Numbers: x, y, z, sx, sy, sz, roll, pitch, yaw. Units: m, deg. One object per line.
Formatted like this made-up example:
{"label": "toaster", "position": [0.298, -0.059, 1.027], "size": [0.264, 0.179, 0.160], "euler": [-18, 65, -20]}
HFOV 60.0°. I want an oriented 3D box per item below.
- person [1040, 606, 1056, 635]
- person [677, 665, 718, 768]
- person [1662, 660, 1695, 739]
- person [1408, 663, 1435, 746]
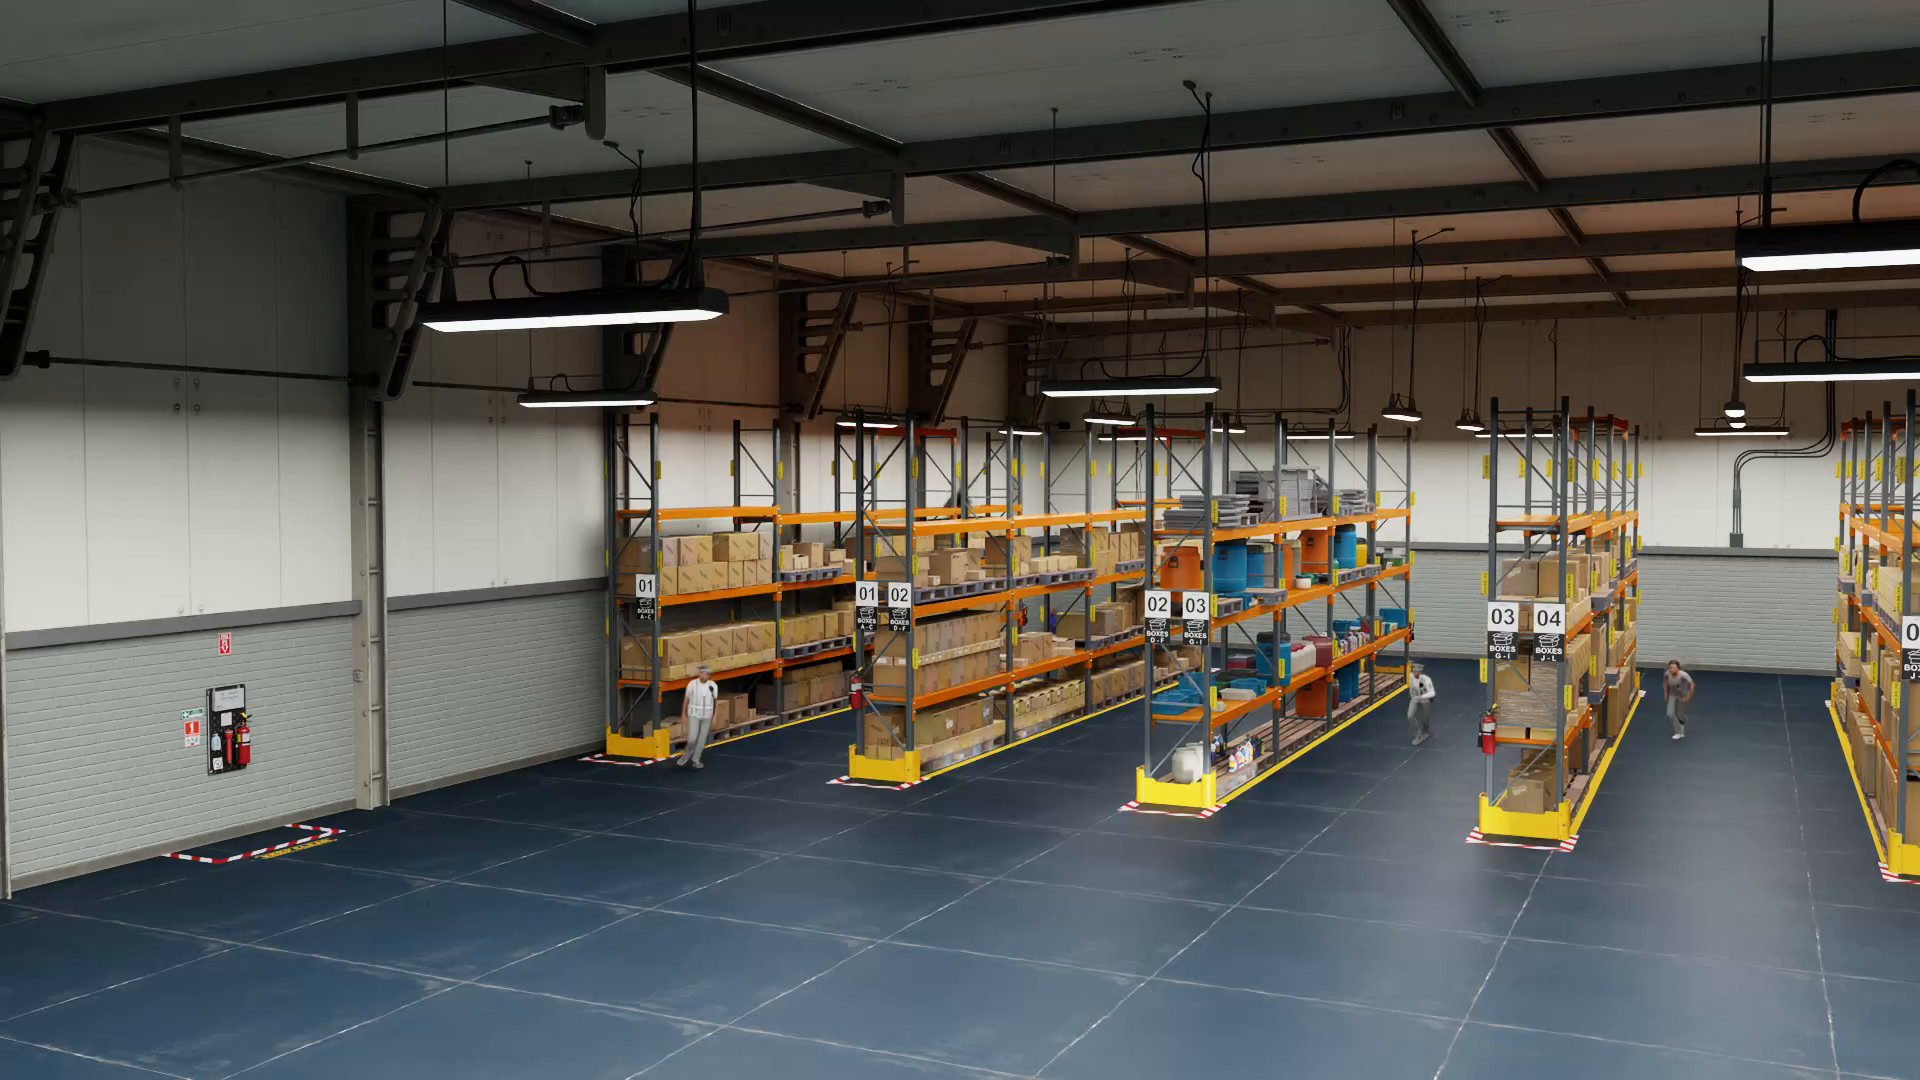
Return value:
{"label": "person", "position": [2.321, 2.431, 41.645], "size": [0.574, 1.583, 0.850], "euler": [1, 3, 17]}
{"label": "person", "position": [-4.380, 2.948, 27.830], "size": [0.653, 1.734, 0.491], "euler": [-1, 3, -28]}
{"label": "person", "position": [13.436, 2.954, 31.029], "size": [0.566, 1.501, 0.928], "euler": [2, 3, 39]}
{"label": "person", "position": [8.436, 2.961, 30.323], "size": [0.605, 1.496, 1.049], "euler": [2, 3, 35]}
